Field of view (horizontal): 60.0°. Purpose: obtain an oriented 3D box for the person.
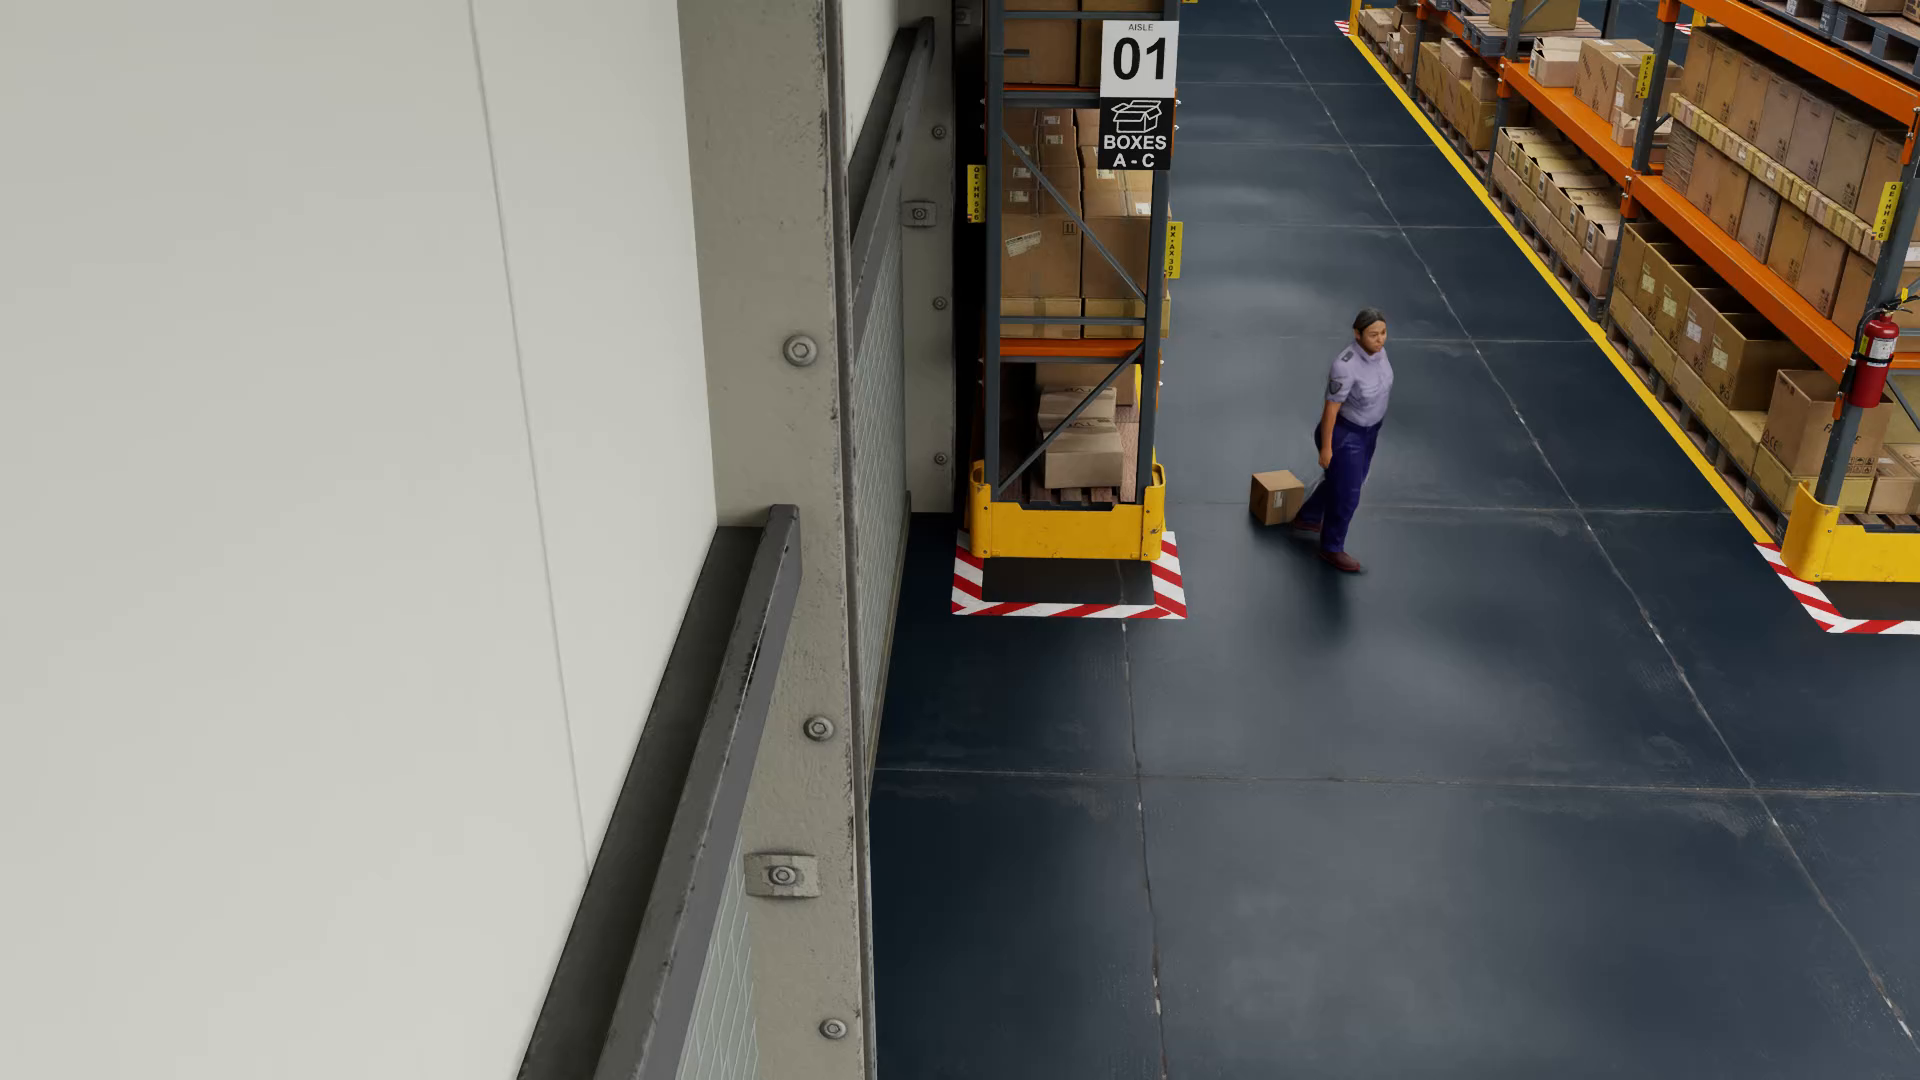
[{"bbox_3d":[2.247,-0.645,9.846,0.558,1.633,0.549,21,35,34],"label":"person"}]
